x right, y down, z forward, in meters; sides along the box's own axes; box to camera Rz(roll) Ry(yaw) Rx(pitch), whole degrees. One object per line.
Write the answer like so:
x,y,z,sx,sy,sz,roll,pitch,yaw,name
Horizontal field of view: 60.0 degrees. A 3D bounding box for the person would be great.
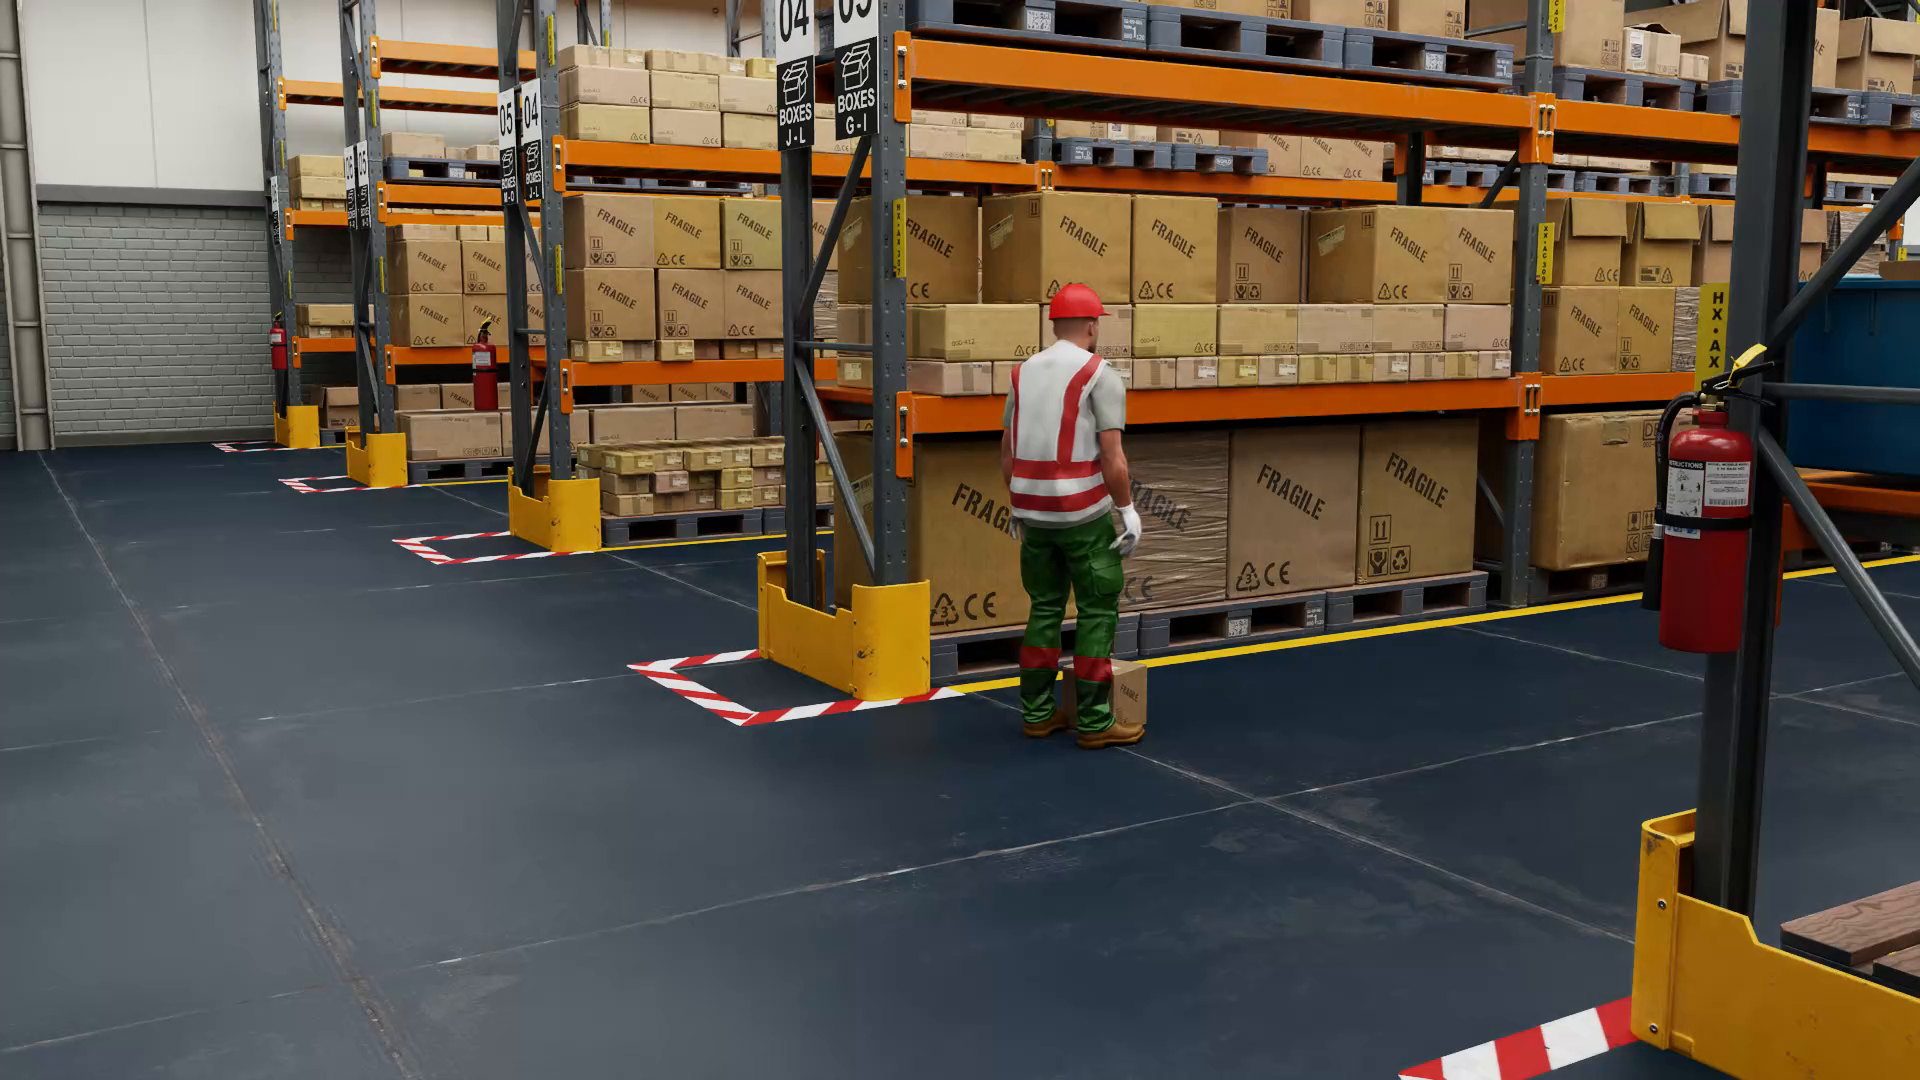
0.432,-0.100,6.474,0.610,1.778,0.449,7,11,41,person
